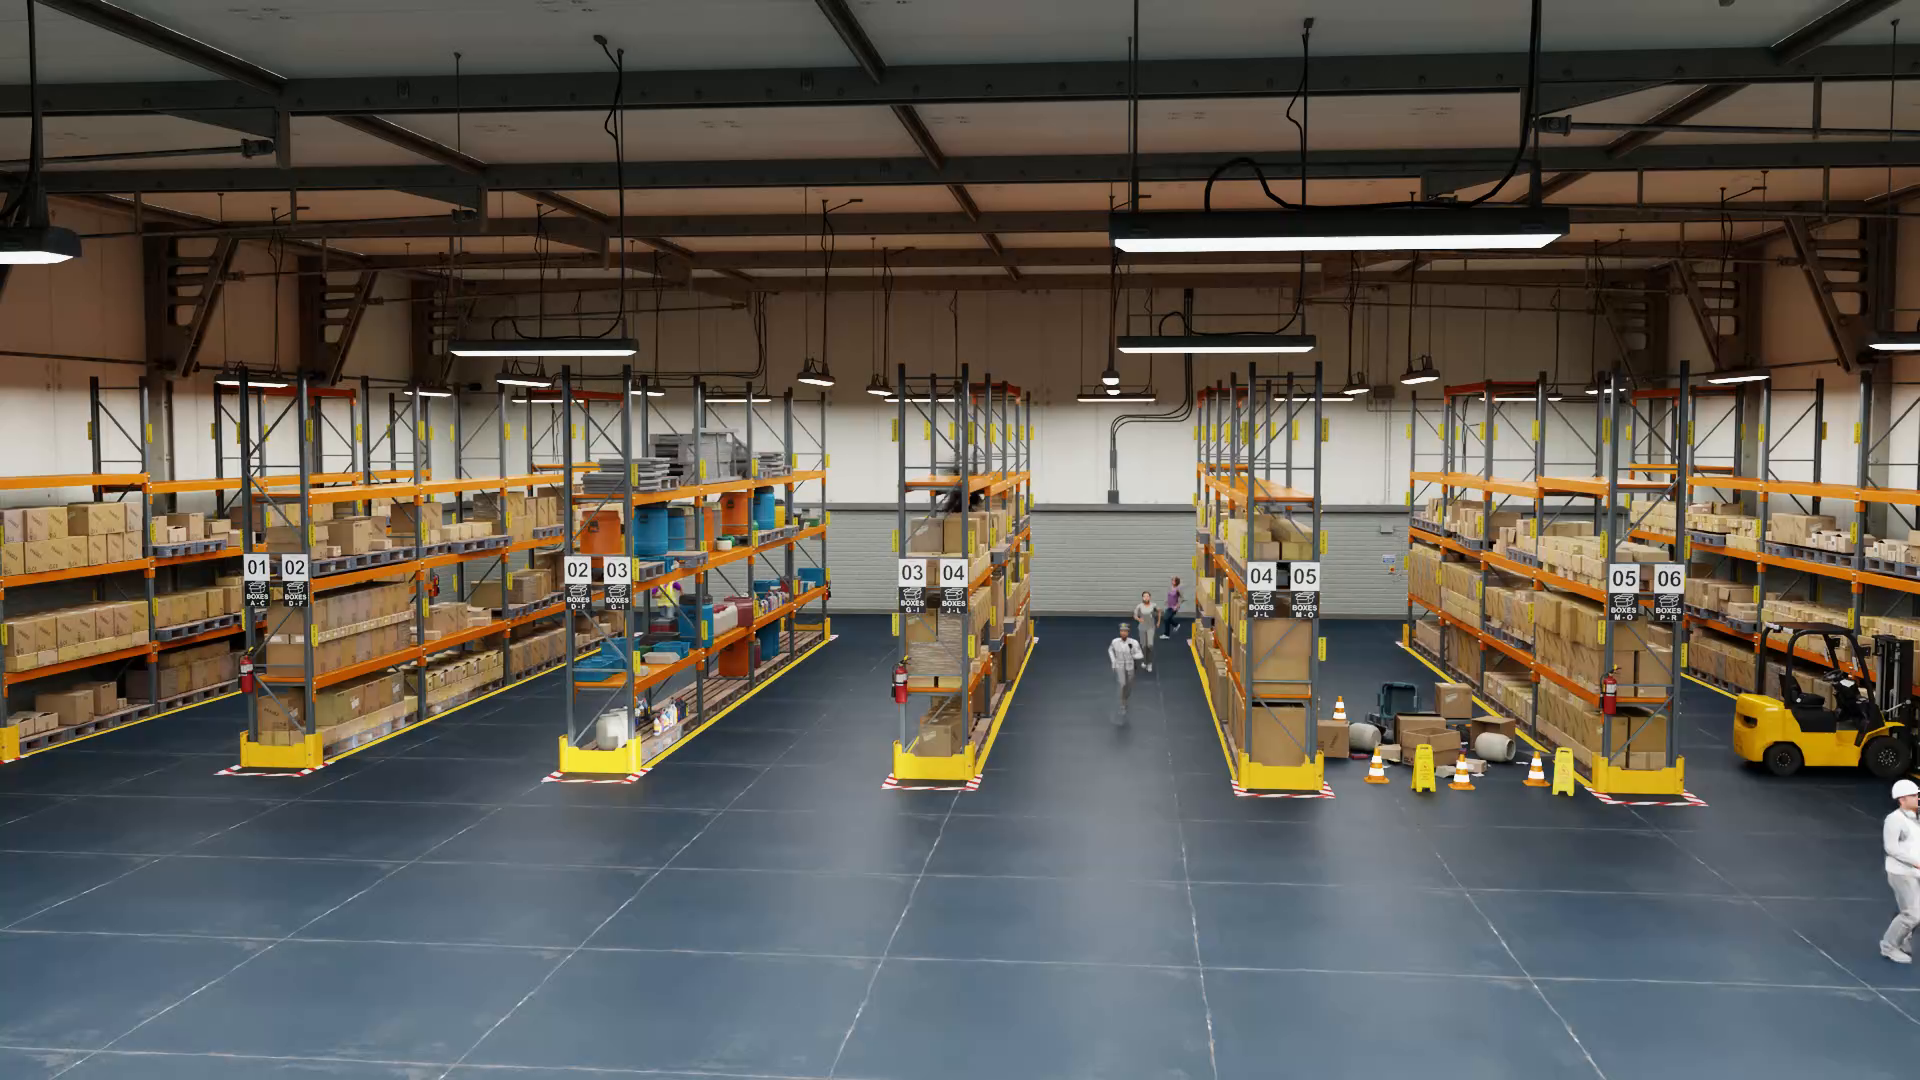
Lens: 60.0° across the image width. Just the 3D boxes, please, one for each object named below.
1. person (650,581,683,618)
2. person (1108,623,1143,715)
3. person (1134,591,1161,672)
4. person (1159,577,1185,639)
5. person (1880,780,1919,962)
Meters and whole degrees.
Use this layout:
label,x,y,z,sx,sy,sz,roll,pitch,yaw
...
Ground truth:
label,x,y,z,sx,sy,sz,roll,pitch,yaw
person,-6.949,1.596,39.313,0.741,1.812,0.891,0,4,7
person,2.860,2.188,28.631,0.584,1.554,0.812,0,4,2
person,3.954,1.929,35.107,0.574,1.715,0.714,1,4,9
person,5.205,1.653,40.366,0.613,1.506,0.582,-2,4,-31
person,9.003,3.128,15.695,0.672,1.731,0.552,-2,4,-32
